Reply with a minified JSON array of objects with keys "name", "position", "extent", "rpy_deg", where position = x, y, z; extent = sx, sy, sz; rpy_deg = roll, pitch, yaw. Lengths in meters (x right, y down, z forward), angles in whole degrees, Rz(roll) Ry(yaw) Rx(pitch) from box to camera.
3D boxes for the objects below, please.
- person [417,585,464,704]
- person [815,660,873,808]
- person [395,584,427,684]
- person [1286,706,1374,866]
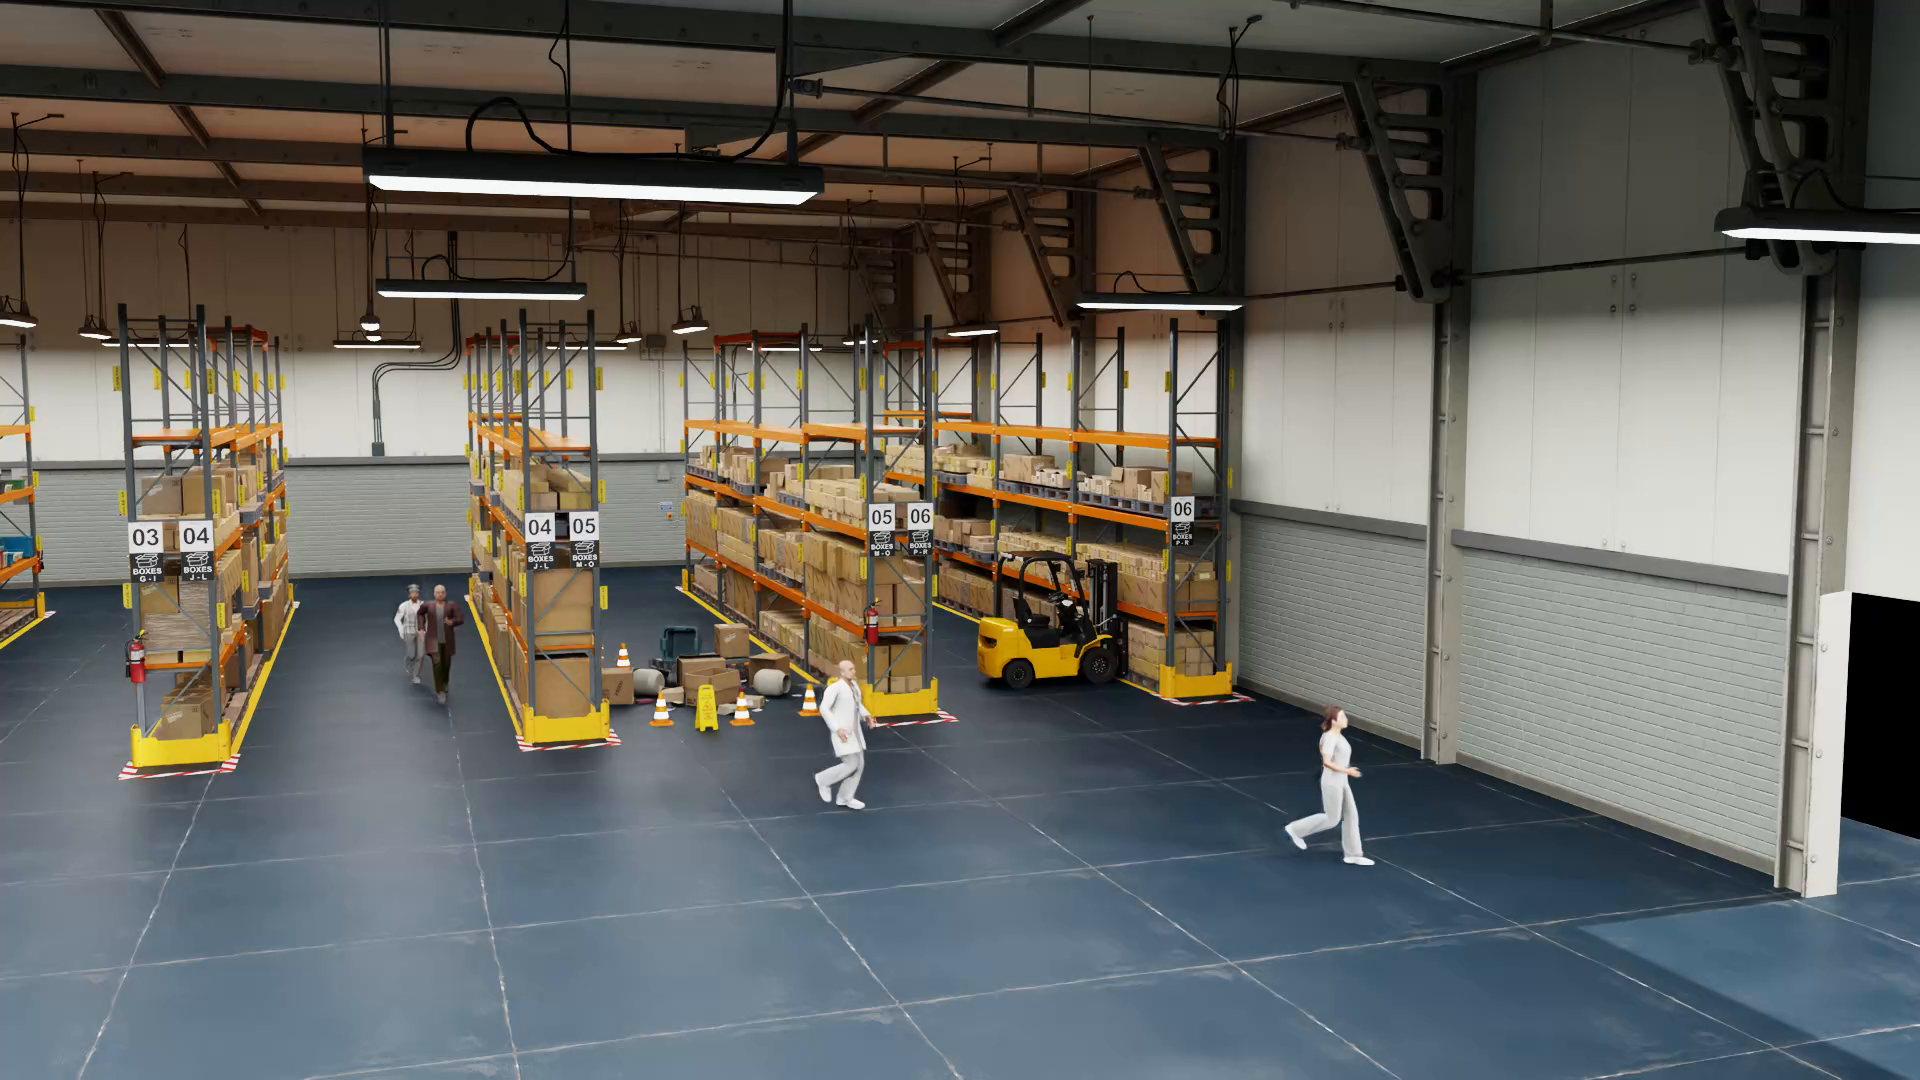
[{"name":"person","position":[-8.184,1.605,26.238],"extent":[0.680,1.812,1.002],"rpy_deg":[-2,6,-23]},{"name":"person","position":[-1.378,2.279,19.639],"extent":[0.636,1.750,0.731],"rpy_deg":[3,6,27]},{"name":"person","position":[-9.100,1.556,27.763],"extent":[0.615,1.657,0.555],"rpy_deg":[-3,6,-26]},{"name":"person","position":[3.865,2.542,17.309],"extent":[0.913,1.657,0.569],"rpy_deg":[2,6,23]}]
